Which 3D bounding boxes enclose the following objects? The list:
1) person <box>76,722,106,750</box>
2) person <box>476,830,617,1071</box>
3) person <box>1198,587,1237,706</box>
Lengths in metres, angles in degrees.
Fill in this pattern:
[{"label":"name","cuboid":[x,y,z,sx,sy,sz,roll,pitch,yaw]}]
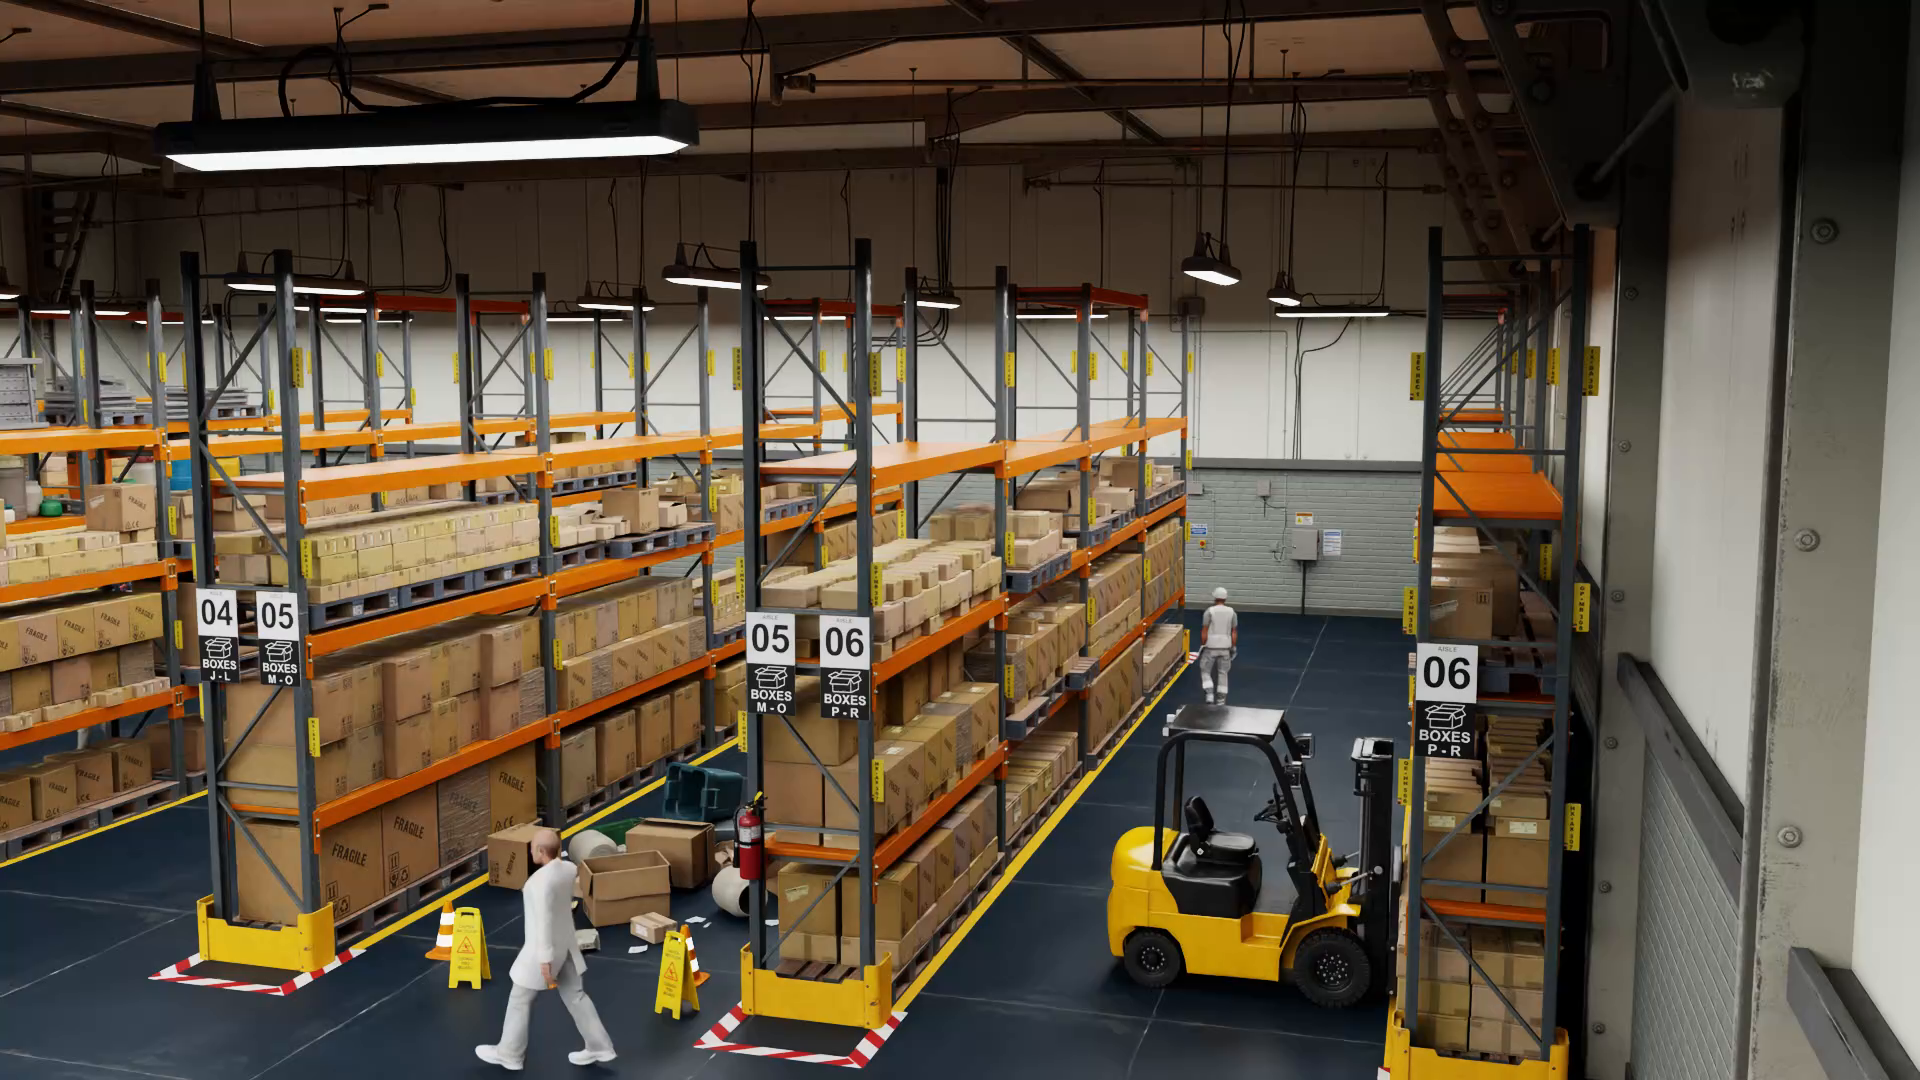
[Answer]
[{"label":"person","cuboid":[-10.917,2.012,20.974,0.469,1.668,0.745,0,6,1]},{"label":"person","cuboid":[-2.989,2.957,12.057,0.978,1.756,0.567,3,7,22]},{"label":"person","cuboid":[3.734,1.588,24.098,0.565,1.805,0.438,-1,6,-9]}]
